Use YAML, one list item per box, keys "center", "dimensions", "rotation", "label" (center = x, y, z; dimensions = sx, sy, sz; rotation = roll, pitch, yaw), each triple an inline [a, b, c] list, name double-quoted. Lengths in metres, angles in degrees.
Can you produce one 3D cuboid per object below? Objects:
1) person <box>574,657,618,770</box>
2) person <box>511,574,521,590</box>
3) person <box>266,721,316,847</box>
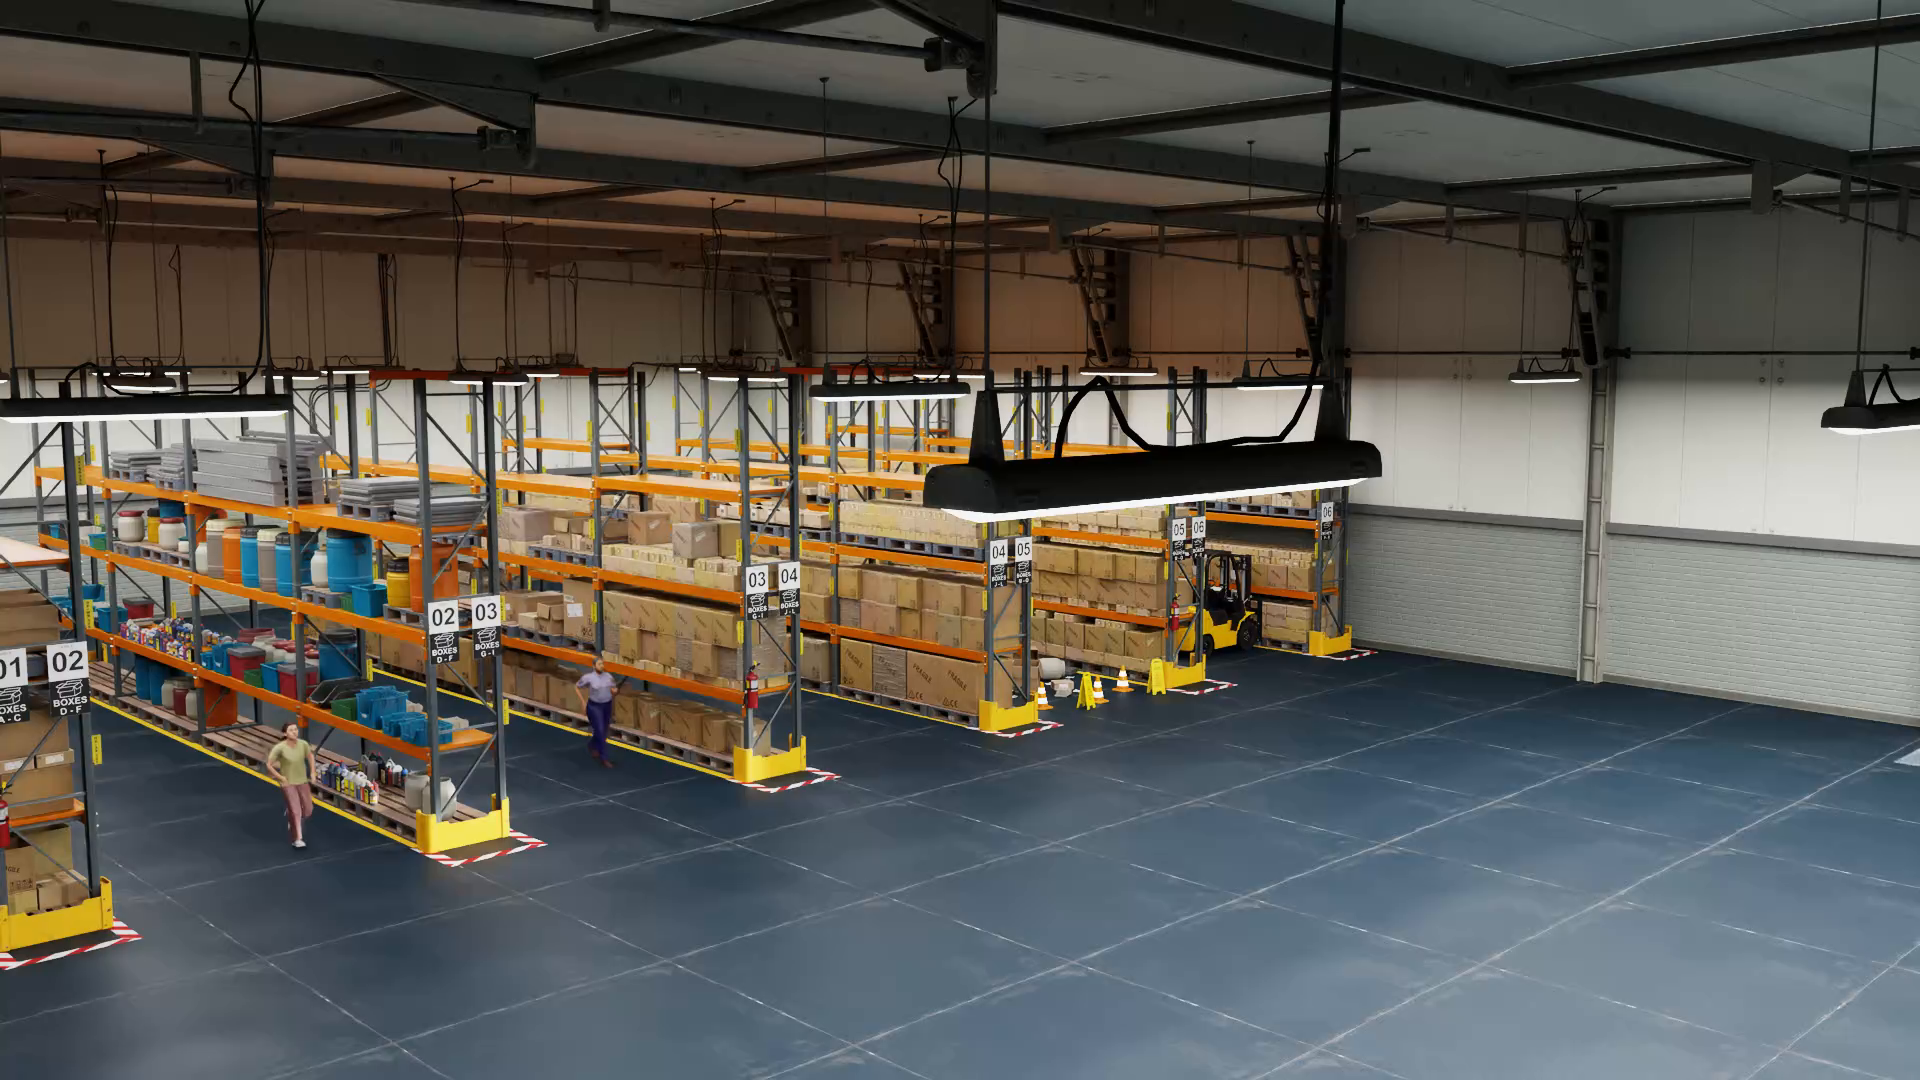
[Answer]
- center: [-5.545, 2.627, 25.546]
  dimensions: [0.895, 1.658, 0.594]
  rotation: [6, 9, 42]
  label: "person"
- center: [-10.862, 0.917, 40.869]
  dimensions: [0.490, 1.636, 0.657]
  rotation: [-2, 7, -16]
  label: "person"
- center: [-8.595, 3.114, 21.370]
  dimensions: [0.595, 1.623, 0.624]
  rotation: [6, 9, 42]
  label: "person"
